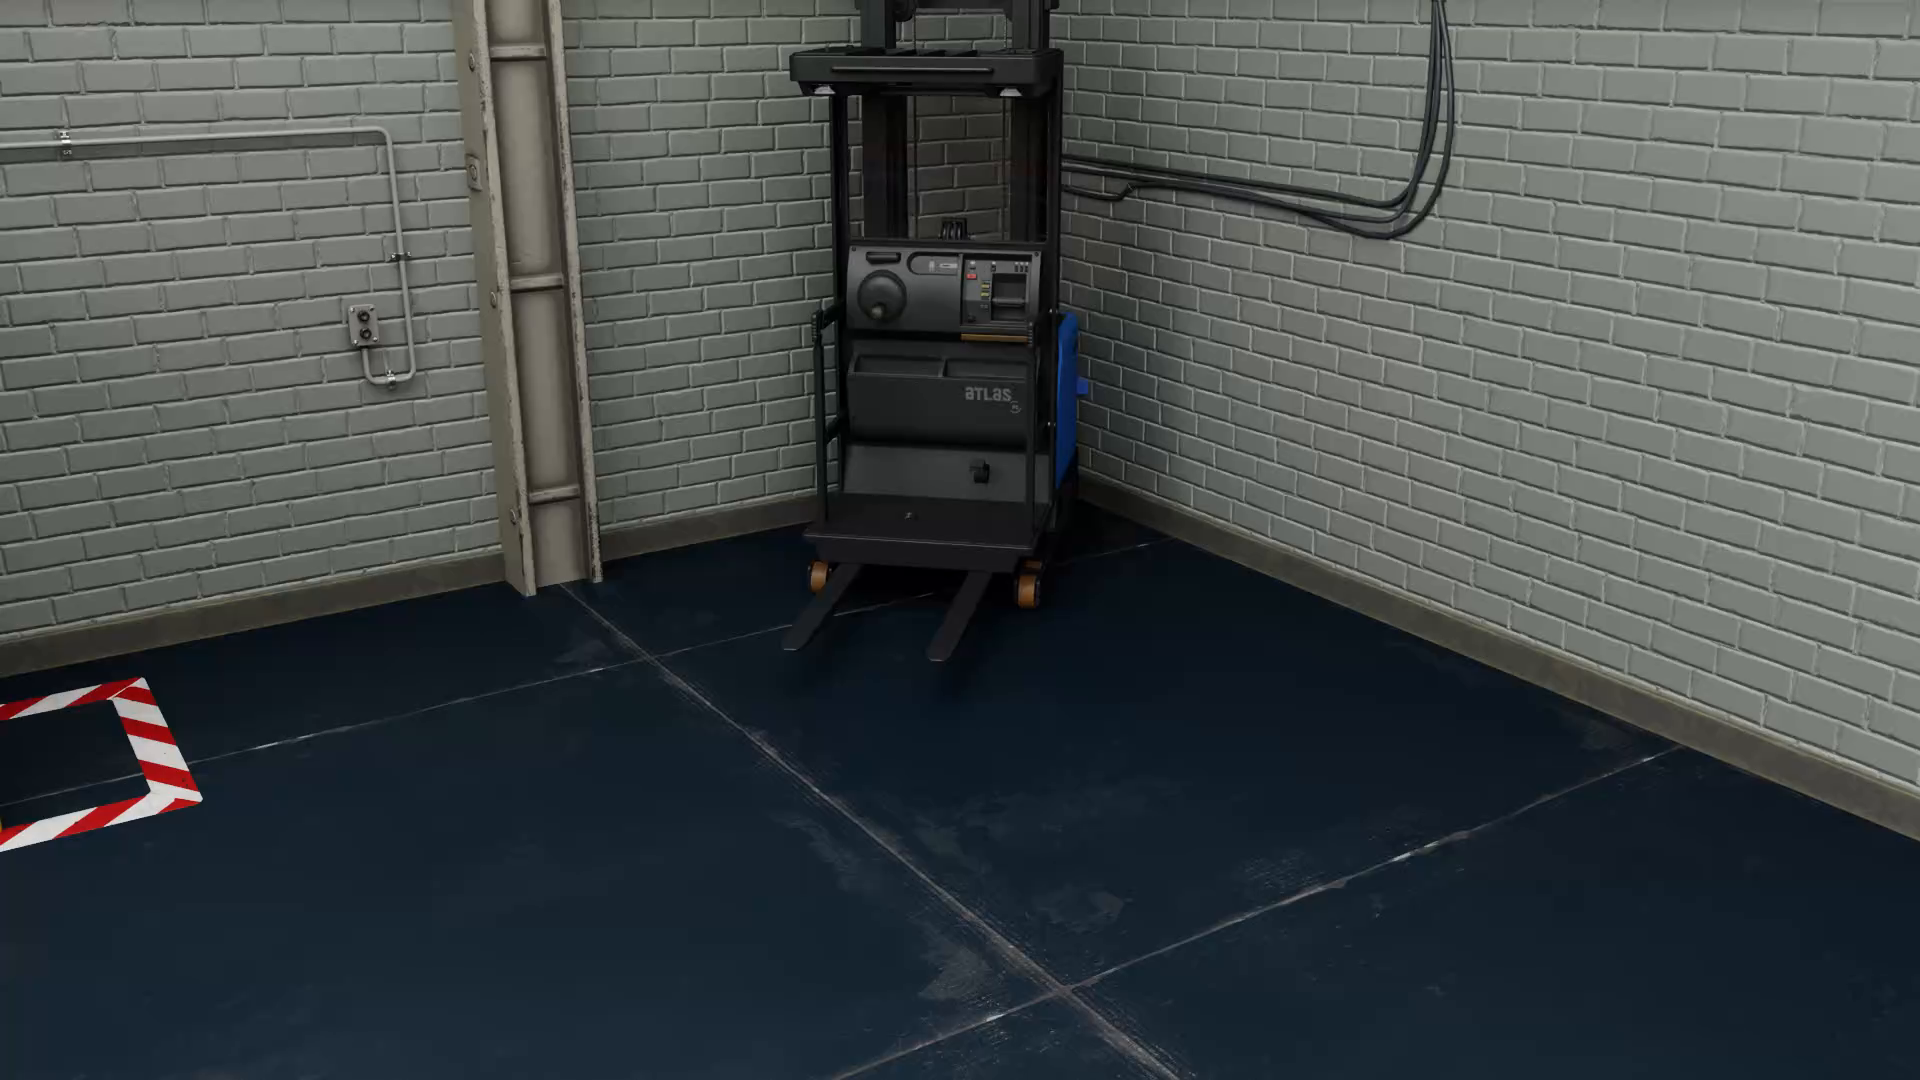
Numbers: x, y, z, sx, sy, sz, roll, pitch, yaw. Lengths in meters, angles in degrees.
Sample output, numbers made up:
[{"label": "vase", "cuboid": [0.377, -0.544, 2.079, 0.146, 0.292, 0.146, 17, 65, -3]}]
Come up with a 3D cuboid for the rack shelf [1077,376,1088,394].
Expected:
[{"label": "rack shelf", "cuboid": [0.335, -0.937, 9.562, 1.000, 0.185, 0.538, 5, 23, 11]}]

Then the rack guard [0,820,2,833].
[{"label": "rack guard", "cuboid": [-3.754, 0.660, 6.011, 0.348, 0.500, 1.175, -12, 22, -31]}]

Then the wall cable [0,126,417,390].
[{"label": "wall cable", "cuboid": [-3.225, -1.480, 6.851, 1.851, 1.984, 0.084, -12, 22, -31]}]

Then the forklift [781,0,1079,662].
[{"label": "forklift", "cuboid": [-0.116, -1.191, 7.692, 1.130, 2.935, 3.031, 3, 19, 10]}]

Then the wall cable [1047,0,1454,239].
[{"label": "wall cable", "cuboid": [1.146, -2.791, 7.799, 0.112, 2.526, 3.097, -12, 22, -31]}]

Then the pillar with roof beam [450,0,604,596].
[{"label": "pillar with roof beam", "cuboid": [0.373, -2.917, 3.323, 0.400, 9.000, 9.100, -12, 22, -31]}]

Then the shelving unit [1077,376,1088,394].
[{"label": "shelving unit", "cuboid": [0.335, -1.104, 9.495, 1.048, 1.500, 0.538, 5, 23, 11]}]
